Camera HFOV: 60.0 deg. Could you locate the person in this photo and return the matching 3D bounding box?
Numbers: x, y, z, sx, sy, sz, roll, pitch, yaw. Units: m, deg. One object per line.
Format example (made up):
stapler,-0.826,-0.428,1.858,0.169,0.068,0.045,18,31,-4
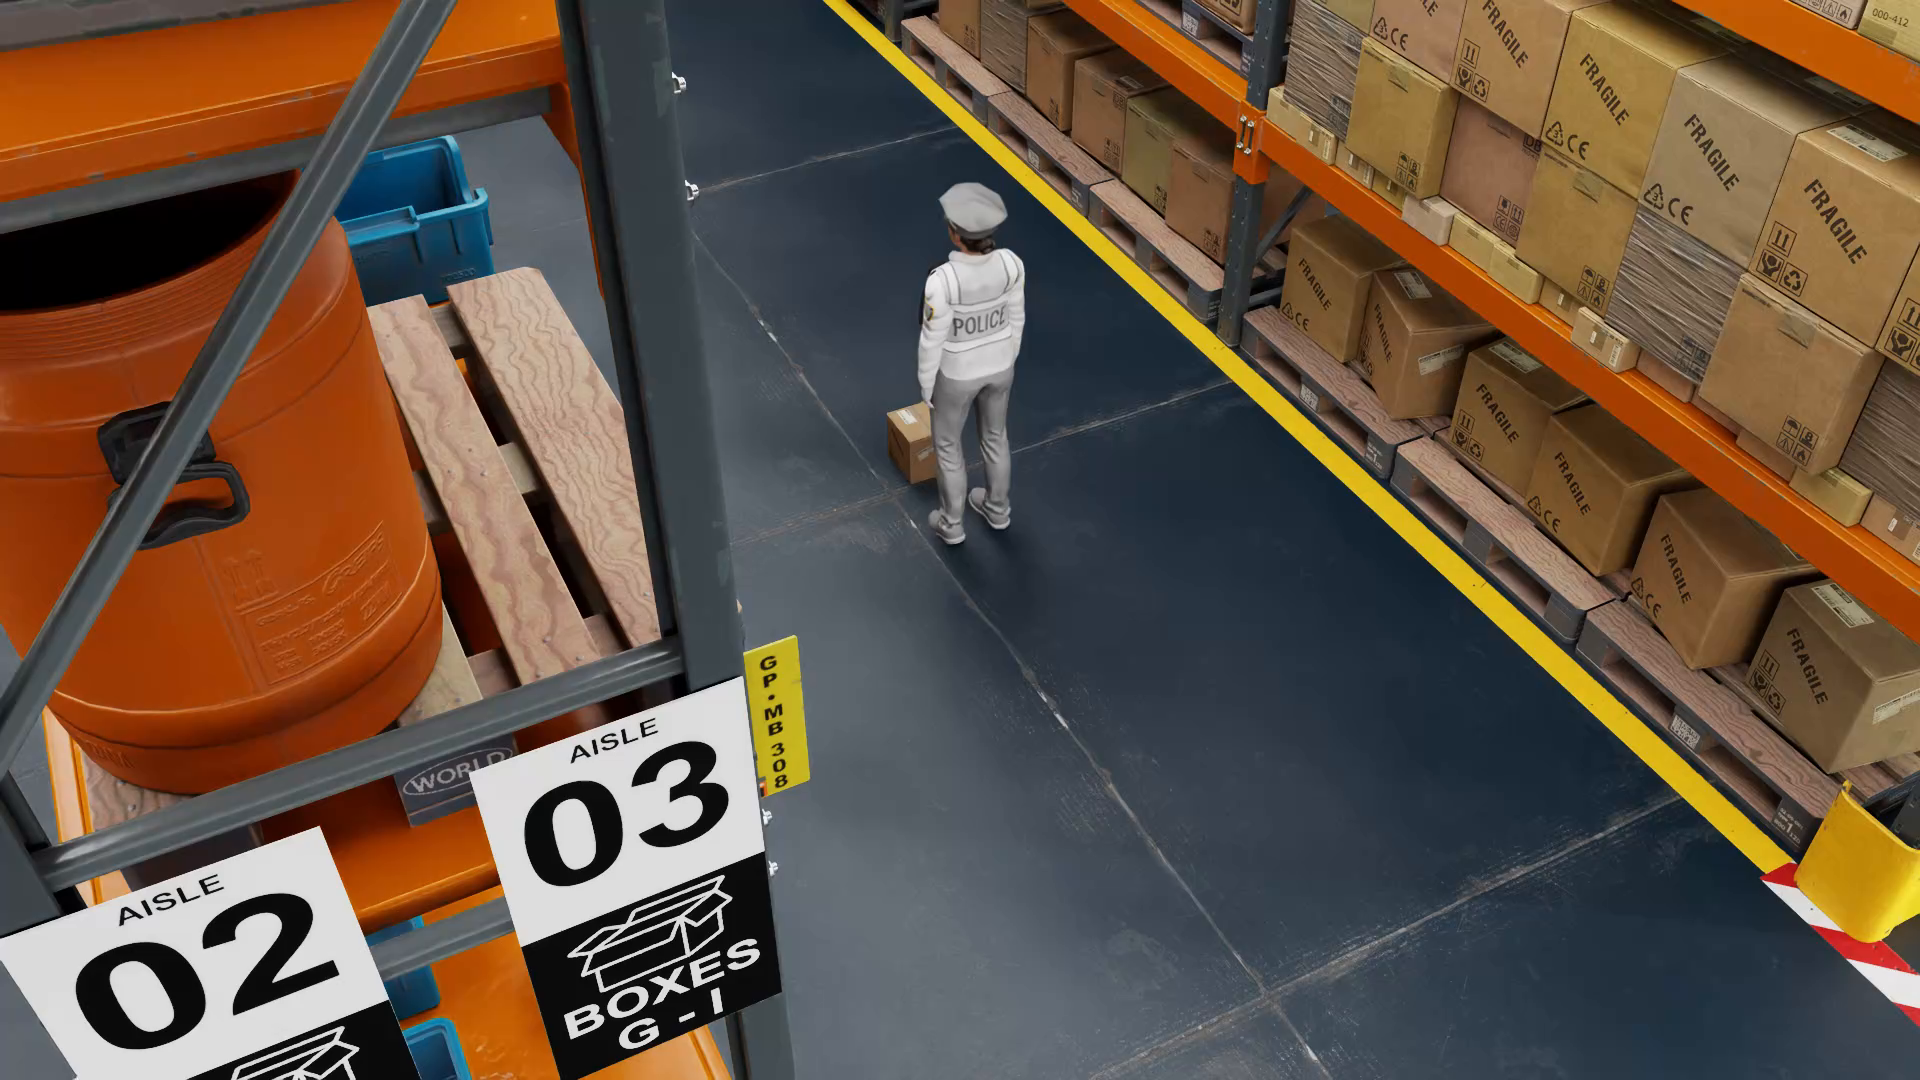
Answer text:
person,0.036,-0.704,6.966,0.472,1.712,0.330,-19,45,-20
